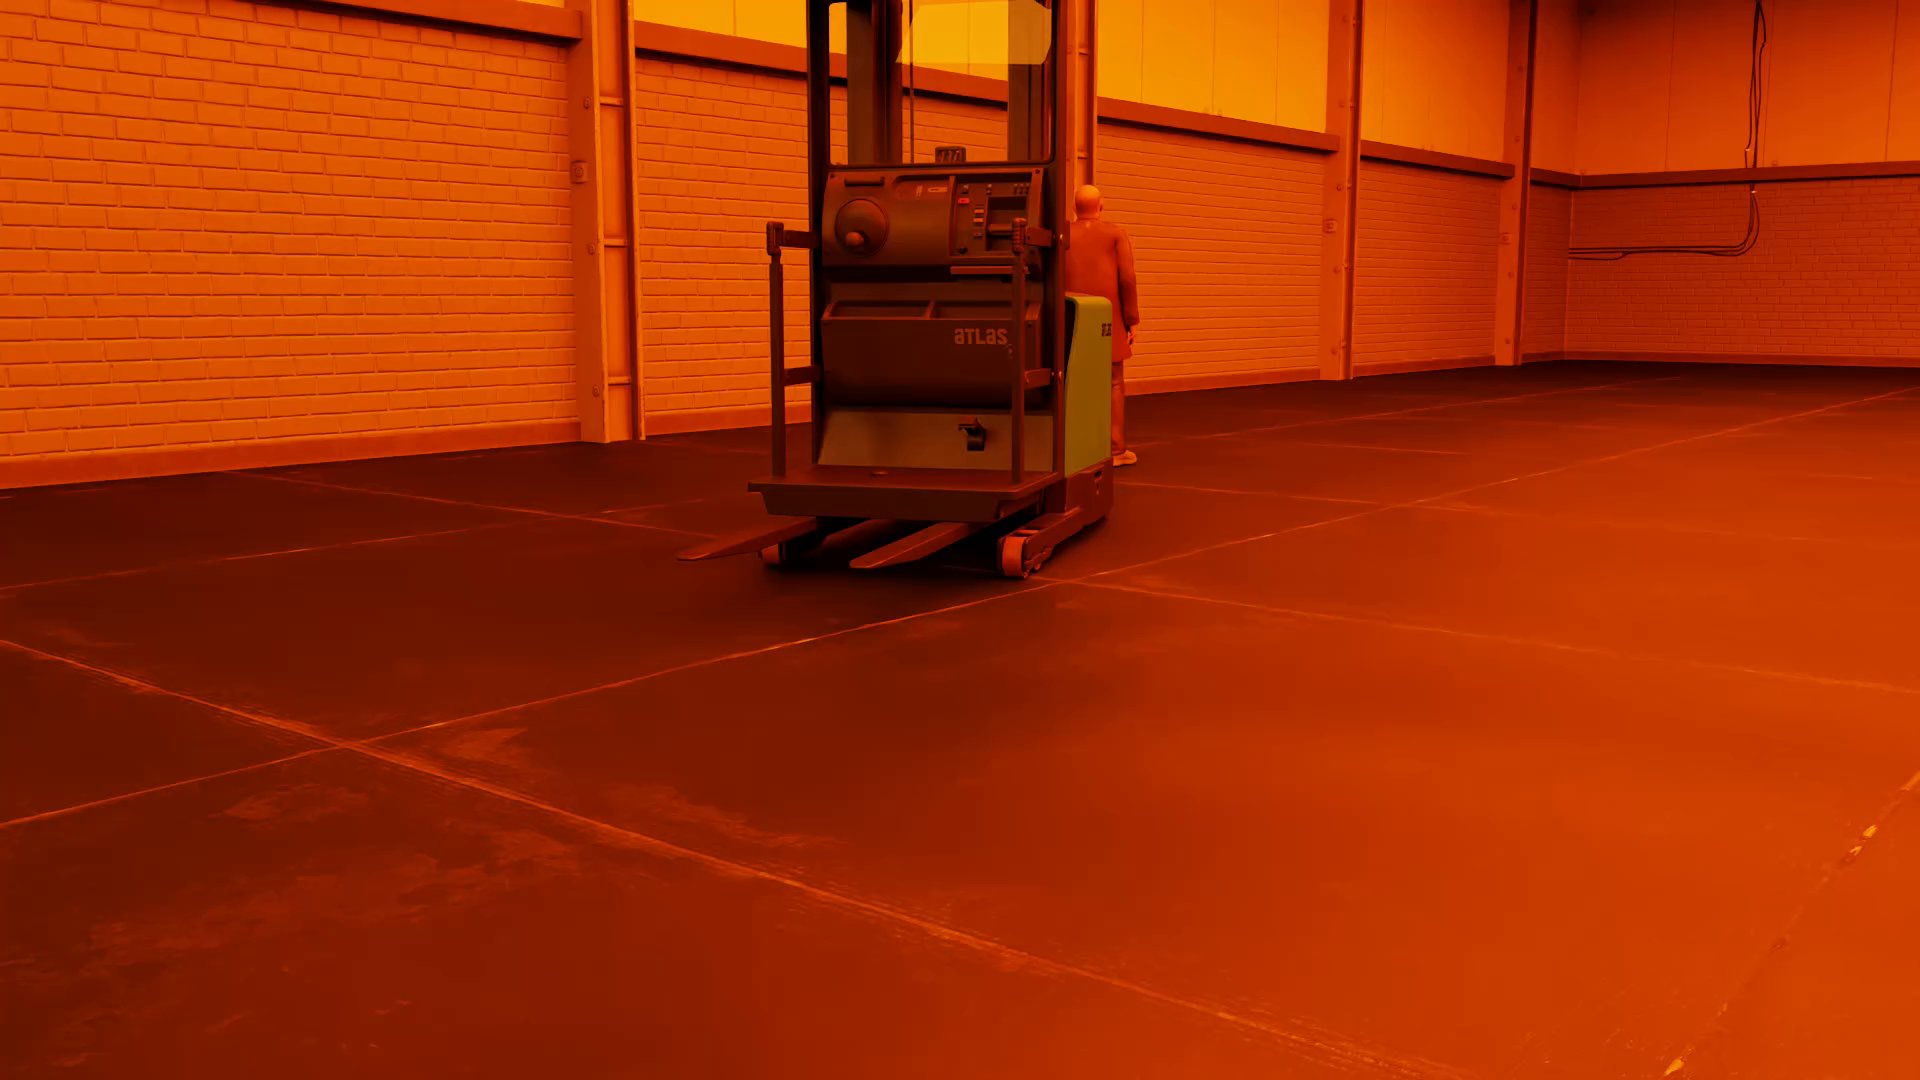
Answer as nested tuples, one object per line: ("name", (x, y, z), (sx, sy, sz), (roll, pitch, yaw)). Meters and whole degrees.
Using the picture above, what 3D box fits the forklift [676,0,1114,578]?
("forklift", (-0.176, -1.366, 6.616), (1.130, 2.935, 3.031), (3, 9, 17))

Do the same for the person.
("person", (0.825, -1.363, 10.595), (0.644, 1.772, 0.436), (2, 9, 12))
